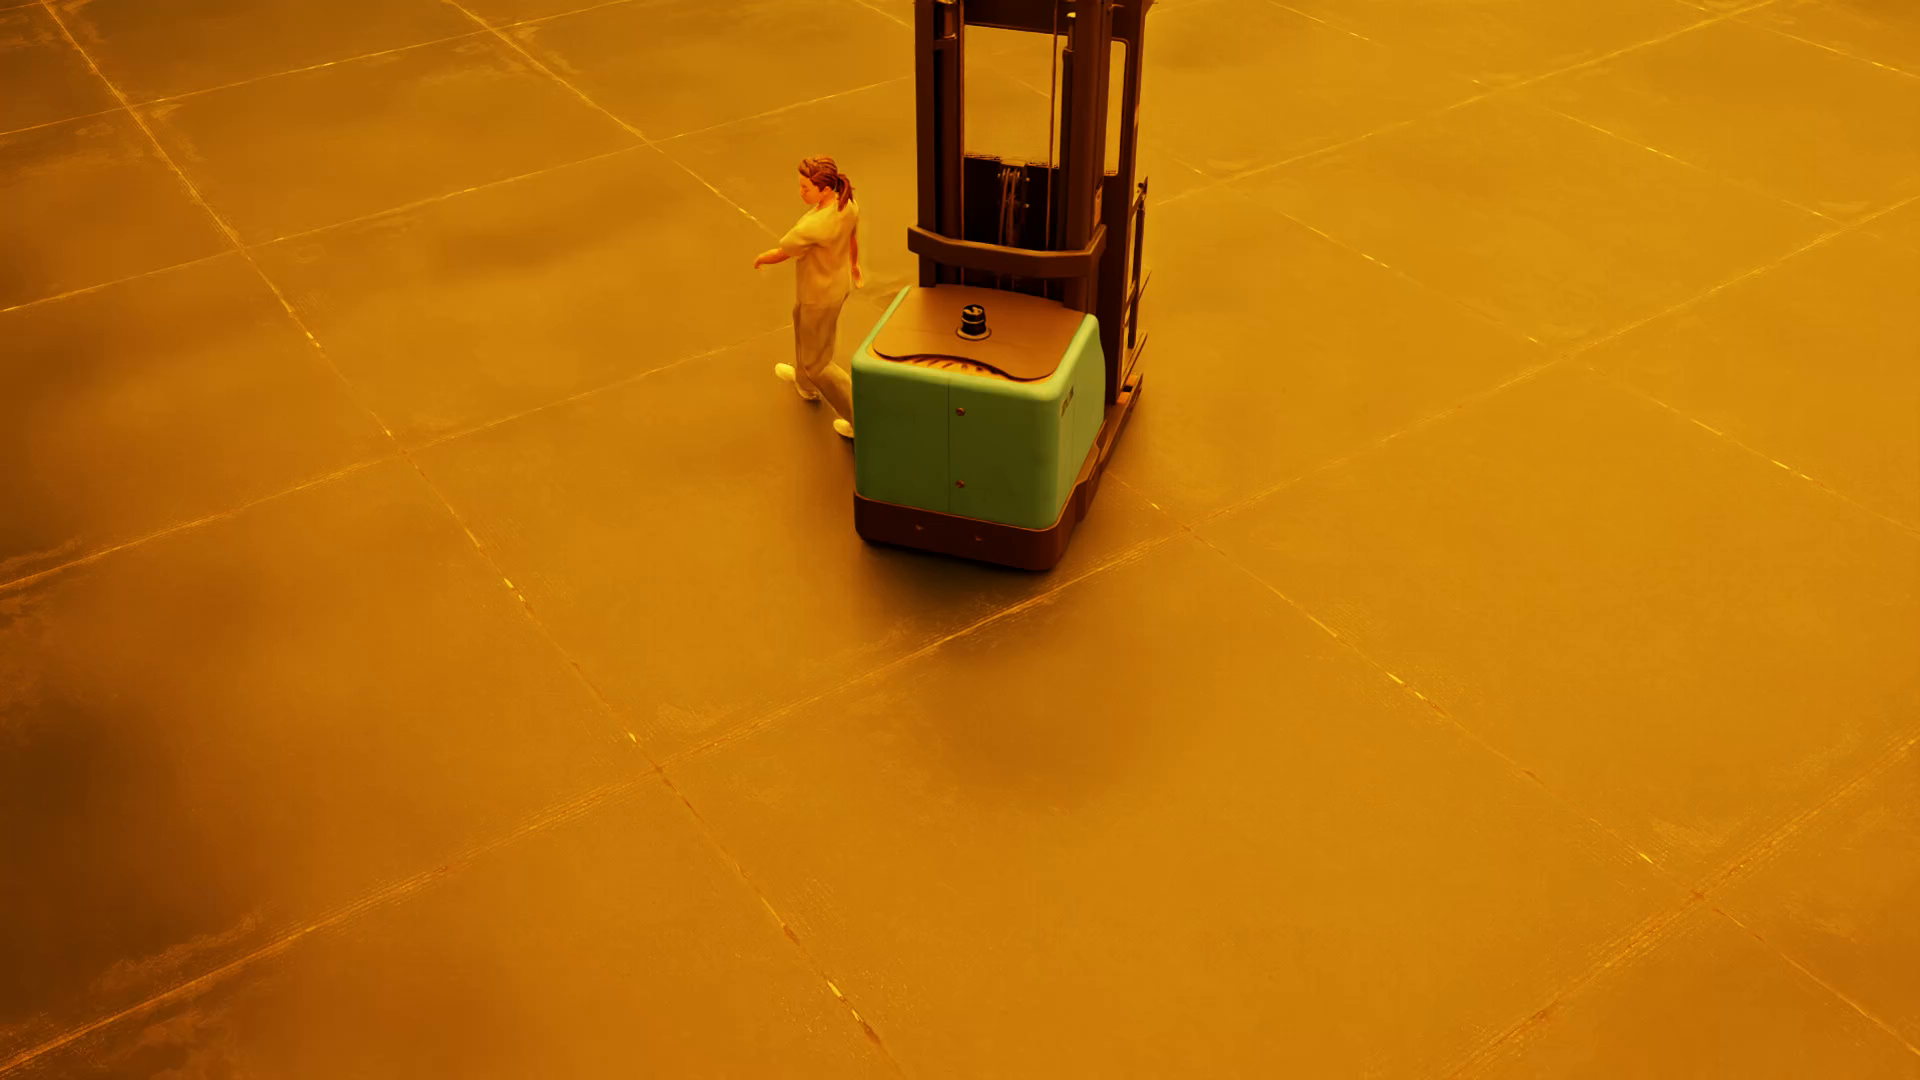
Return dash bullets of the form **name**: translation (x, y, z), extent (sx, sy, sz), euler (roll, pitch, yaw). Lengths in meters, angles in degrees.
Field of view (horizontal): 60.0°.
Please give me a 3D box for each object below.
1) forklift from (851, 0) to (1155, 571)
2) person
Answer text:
- **forklift**: translation (0.405, -1.908, 8.524), extent (1.130, 2.935, 3.031), euler (11, 38, 14)
- **person**: translation (-0.731, -1.368, 8.932), extent (0.825, 1.598, 0.599), euler (12, 38, 16)
